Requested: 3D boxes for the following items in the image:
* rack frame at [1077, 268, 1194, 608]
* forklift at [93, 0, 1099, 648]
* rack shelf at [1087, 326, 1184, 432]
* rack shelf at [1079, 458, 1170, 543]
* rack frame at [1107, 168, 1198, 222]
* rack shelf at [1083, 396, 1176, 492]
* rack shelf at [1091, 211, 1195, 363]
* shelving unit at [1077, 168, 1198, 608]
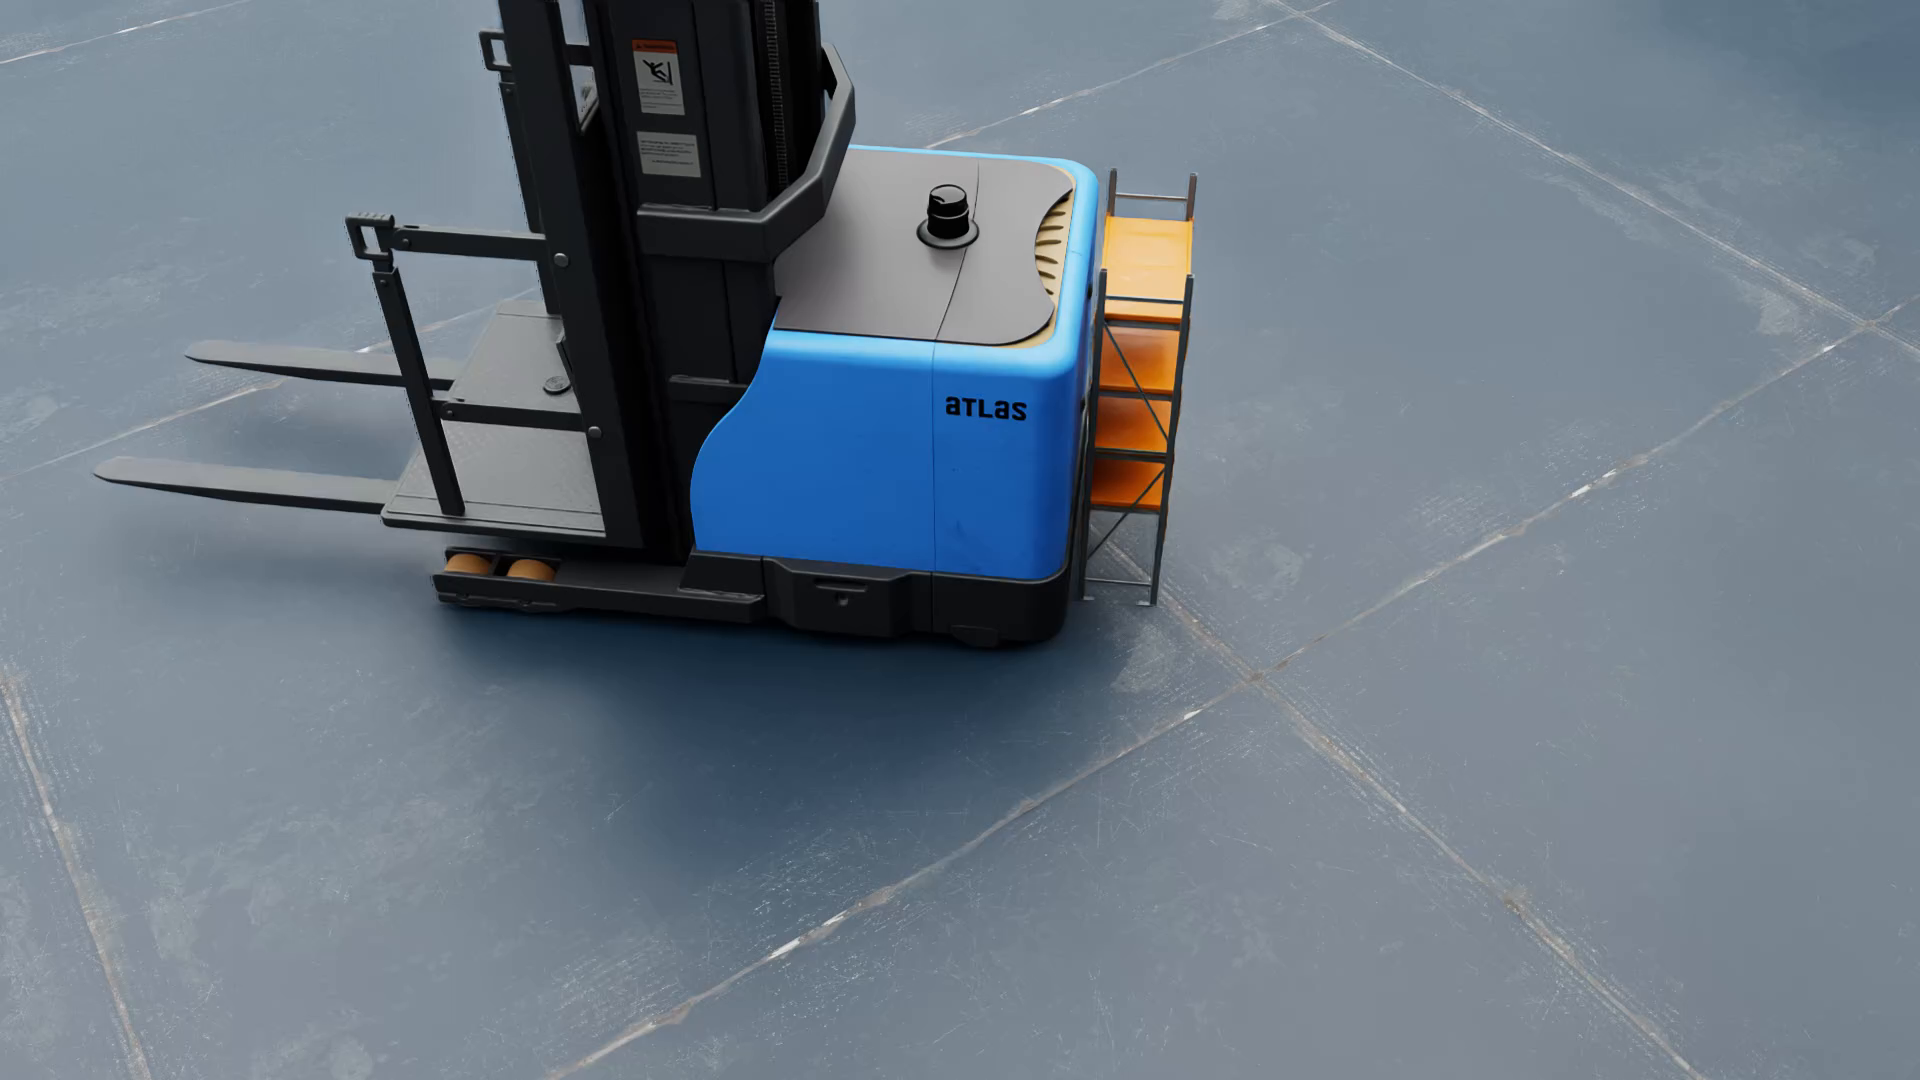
[{"bbox_3d":[0.475,-0.245,4.637,0.240,1.200,0.015,5,44,5],"label":"rack frame"},{"bbox_3d":[-1.139,-1.197,4.381,3.031,2.935,1.130,5,44,5],"label":"forklift"},{"bbox_3d":[0.504,-0.525,4.704,0.258,0.148,0.480,5,44,5],"label":"rack shelf"},{"bbox_3d":[0.504,-0.220,4.996,0.258,0.148,0.480,5,44,5],"label":"rack shelf"},{"bbox_3d":[0.533,-0.579,4.988,0.240,1.200,0.015,5,44,5],"label":"rack frame"},{"bbox_3d":[0.504,-0.363,4.859,0.258,0.148,0.480,5,44,5],"label":"rack shelf"},{"bbox_3d":[0.504,-0.696,4.541,0.258,0.148,0.480,5,44,5],"label":"rack shelf"},{"bbox_3d":[0.504,-0.412,4.812,0.258,1.200,0.503,5,44,5],"label":"shelving unit"}]
